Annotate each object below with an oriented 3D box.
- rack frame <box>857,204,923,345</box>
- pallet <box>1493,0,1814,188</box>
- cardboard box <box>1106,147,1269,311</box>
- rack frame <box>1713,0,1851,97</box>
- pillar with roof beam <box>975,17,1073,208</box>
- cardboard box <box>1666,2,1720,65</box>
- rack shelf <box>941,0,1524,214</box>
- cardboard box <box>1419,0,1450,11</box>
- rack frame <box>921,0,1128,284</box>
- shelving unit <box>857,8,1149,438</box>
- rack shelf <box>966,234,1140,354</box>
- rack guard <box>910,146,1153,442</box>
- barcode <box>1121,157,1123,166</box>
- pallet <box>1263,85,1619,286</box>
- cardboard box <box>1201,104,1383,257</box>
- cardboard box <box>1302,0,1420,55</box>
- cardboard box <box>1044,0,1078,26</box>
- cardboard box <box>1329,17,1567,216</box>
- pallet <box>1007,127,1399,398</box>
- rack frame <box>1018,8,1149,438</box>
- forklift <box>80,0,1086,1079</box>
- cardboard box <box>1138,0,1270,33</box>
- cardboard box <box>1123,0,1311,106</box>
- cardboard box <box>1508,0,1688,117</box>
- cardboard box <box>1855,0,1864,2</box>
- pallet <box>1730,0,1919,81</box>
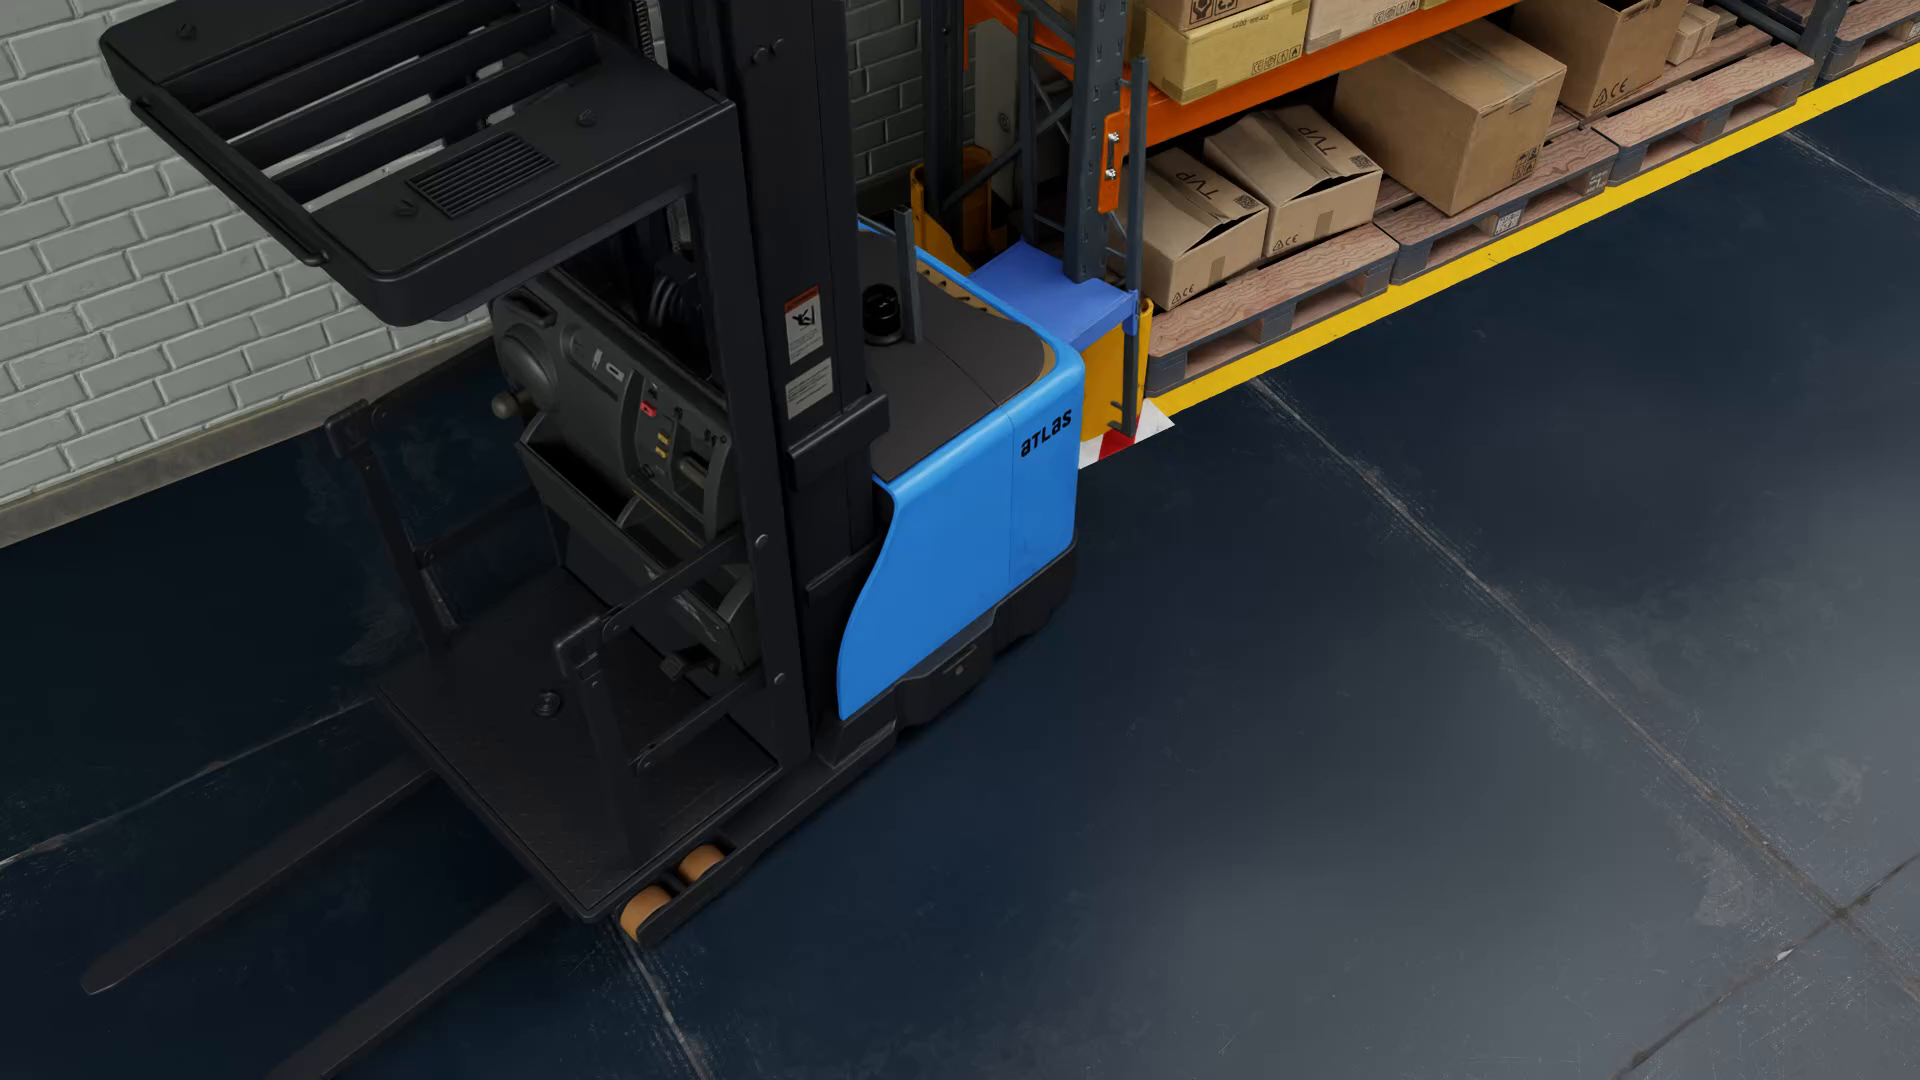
[{"bbox_3d":[-0.284,-0.466,5.117,0.500,1.500,0.032,32,55,30],"label":"rack frame"},{"bbox_3d":[3.013,-2.119,7.496,1.213,0.211,1.003,-25,53,-21],"label":"pallet"},{"bbox_3d":[0.812,-1.213,6.328,0.500,0.311,0.500,-31,55,-25],"label":"cardboard box"},{"bbox_3d":[3.562,-3.336,6.713,0.127,3.000,1.000,-25,53,-21],"label":"rack frame"},{"bbox_3d":[2.607,-1.844,1.366,0.400,9.000,9.100,-25,53,-21],"label":"pillar with roof beam"},{"bbox_3d":[3.126,-2.308,7.400,0.250,0.166,0.380,-32,56,-25],"label":"cardboard box"},{"bbox_3d":[1.871,-2.300,6.271,4.000,0.370,1.077,-25,53,-21],"label":"rack shelf"},{"bbox_3d":[1.627,-2.108,5.706,0.500,0.250,0.500,-26,53,-21],"label":"cardboard box"},{"bbox_3d":[0.179,-1.742,5.293,0.127,3.000,1.000,-25,53,-21],"label":"rack frame"},{"bbox_3d":[0.062,-0.742,5.366,0.538,1.500,1.048,32,55,30],"label":"shelving unit"},{"bbox_3d":[0.071,-0.616,5.494,0.538,0.185,1.000,32,55,30],"label":"rack shelf"},{"bbox_3d":[0.243,-0.941,6.254,0.348,0.500,1.175,-25,53,-21],"label":"rack guard"},{"bbox_3d":[0.614,-1.476,6.556,0.075,0.075,0.001,-25,53,-21],"label":"barcode"},{"bbox_3d":[1.980,-1.630,7.060,1.213,0.211,1.003,-25,53,-21],"label":"pallet"},{"bbox_3d":[1.294,-1.441,6.530,0.500,0.311,0.500,-21,52,-18],"label":"cardboard box"},{"bbox_3d":[1.193,-1.909,5.529,0.500,0.250,0.500,-27,54,-22],"label":"cardboard box"},{"bbox_3d":[0.471,-2.008,5.617,0.500,0.250,0.500,-25,53,-20],"label":"cardboard box"},{"bbox_3d":[1.941,-1.764,6.692,0.500,0.500,0.700,-28,54,-23],"label":"cardboard box"},{"bbox_3d":[0.949,-1.147,6.630,1.213,0.211,1.003,-25,53,-21],"label":"pallet"},{"bbox_3d":[0.409,-1.018,5.616,0.500,1.500,0.032,32,55,30],"label":"rack frame"},{"bbox_3d":[-1.024,-0.272,4.030,3.031,2.935,1.130,-36,58,-28],"label":"forklift"},{"bbox_3d":[0.743,-1.949,5.062,0.500,0.500,0.500,-25,53,-21],"label":"cardboard box"},{"bbox_3d":[0.761,-1.693,5.336,0.500,0.250,0.500,-27,54,-22],"label":"cardboard box"},{"bbox_3d":[2.706,-2.212,7.091,0.500,0.500,0.500,-29,54,-23],"label":"cardboard box"},{"bbox_3d":[4.176,-2.955,7.752,0.500,0.500,0.700,-24,52,-20],"label":"cardboard box"},{"bbox_3d":[4.220,-2.720,8.031,1.213,0.211,1.003,-25,53,-21],"label":"pallet"}]
